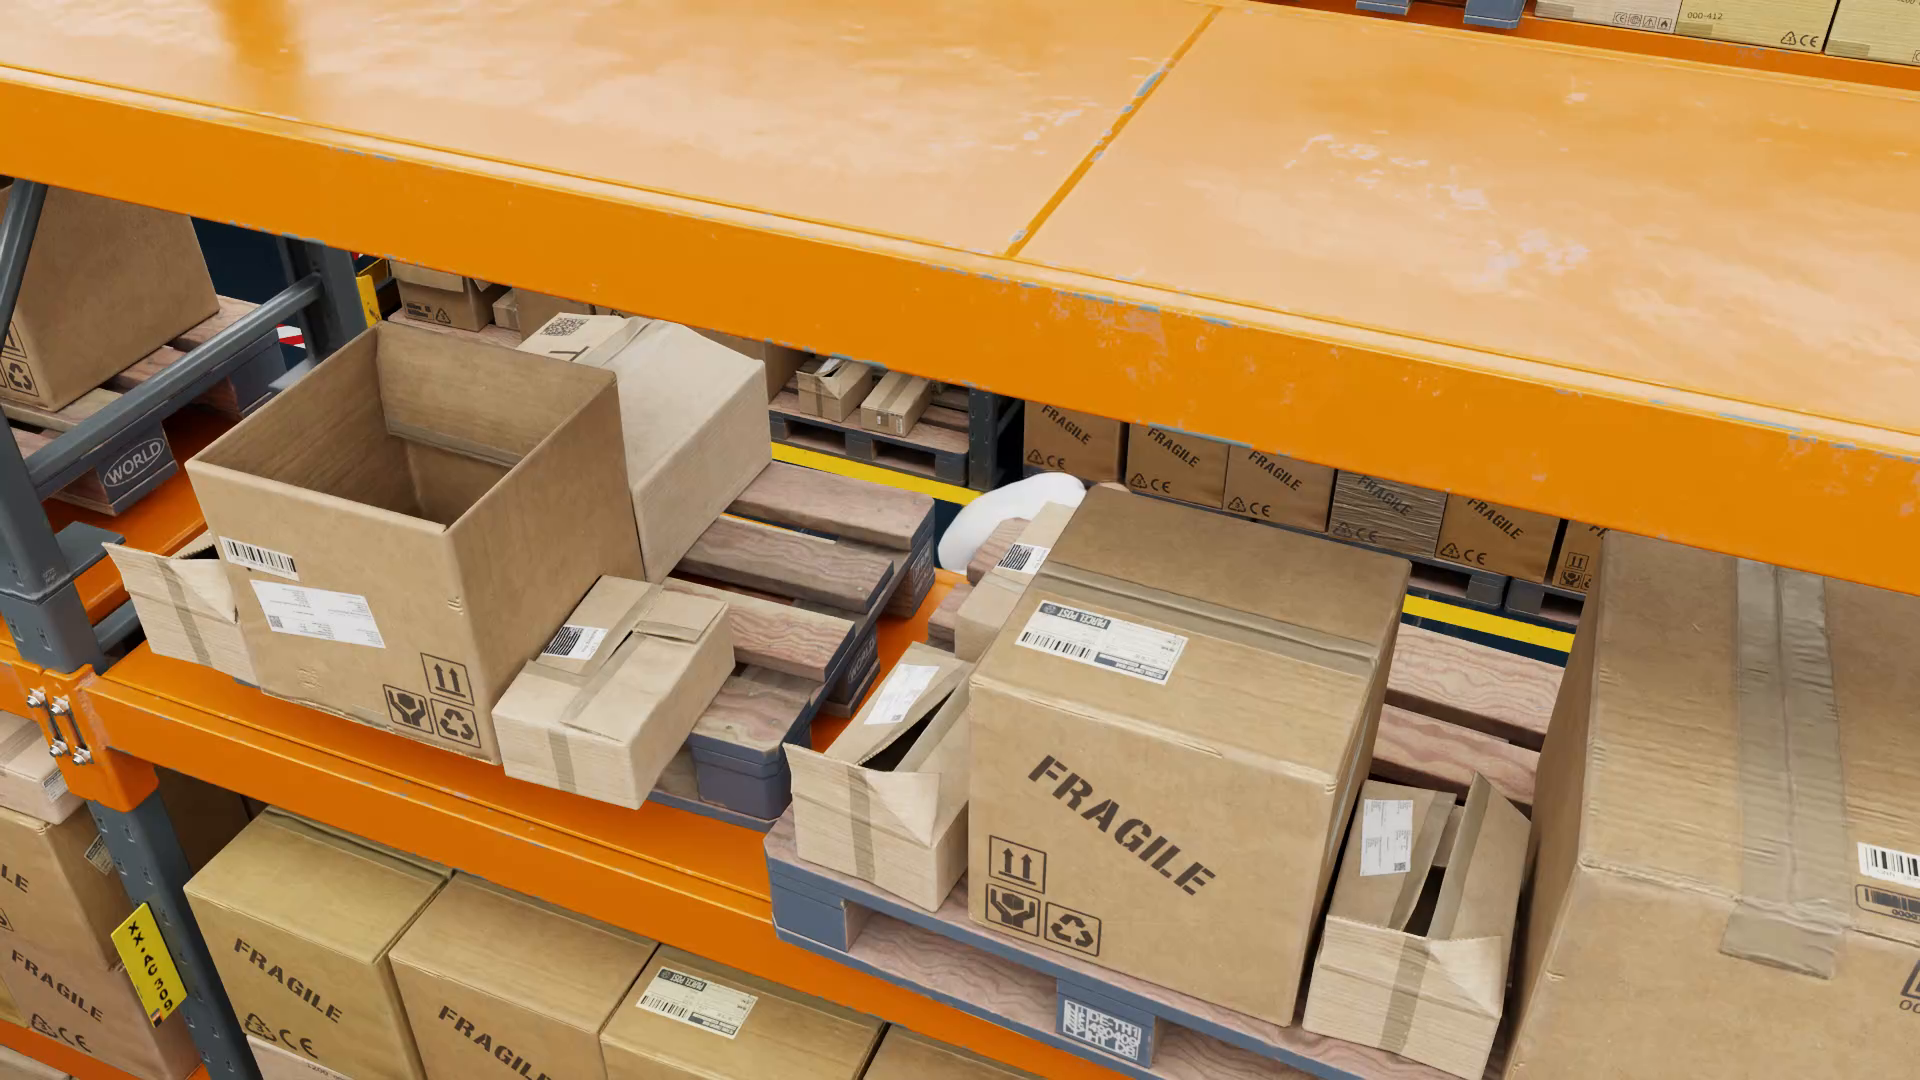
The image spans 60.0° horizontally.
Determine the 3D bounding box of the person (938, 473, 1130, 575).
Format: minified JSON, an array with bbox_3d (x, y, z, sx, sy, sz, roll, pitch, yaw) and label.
[{"bbox_3d":[0.349,0.084,7.459,0.911,0.894,0.601,13,39,17],"label":"person"}]
